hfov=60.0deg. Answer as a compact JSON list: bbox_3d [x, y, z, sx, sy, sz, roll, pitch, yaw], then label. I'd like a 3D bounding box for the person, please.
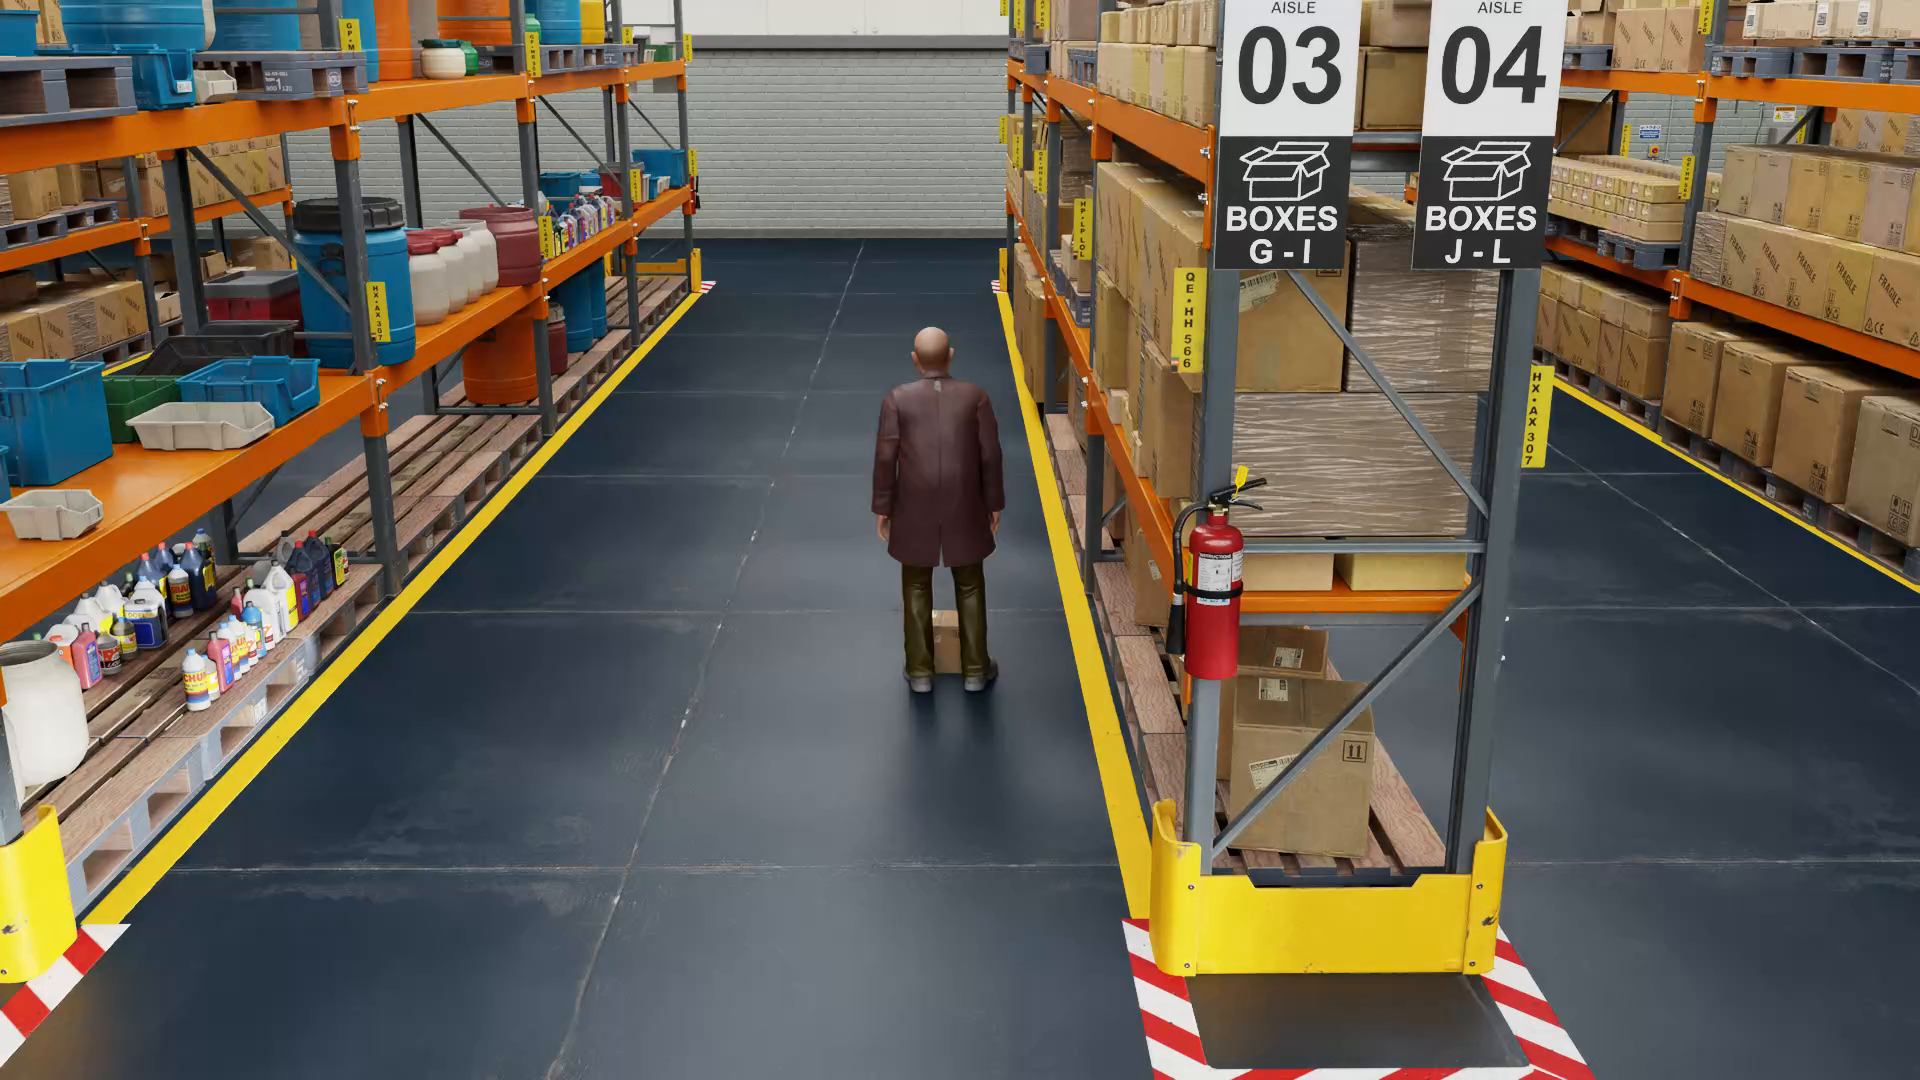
[{"bbox_3d":[-0.106,-0.139,8.030,0.649,1.772,0.429,-1,17,-3],"label":"person"}]
